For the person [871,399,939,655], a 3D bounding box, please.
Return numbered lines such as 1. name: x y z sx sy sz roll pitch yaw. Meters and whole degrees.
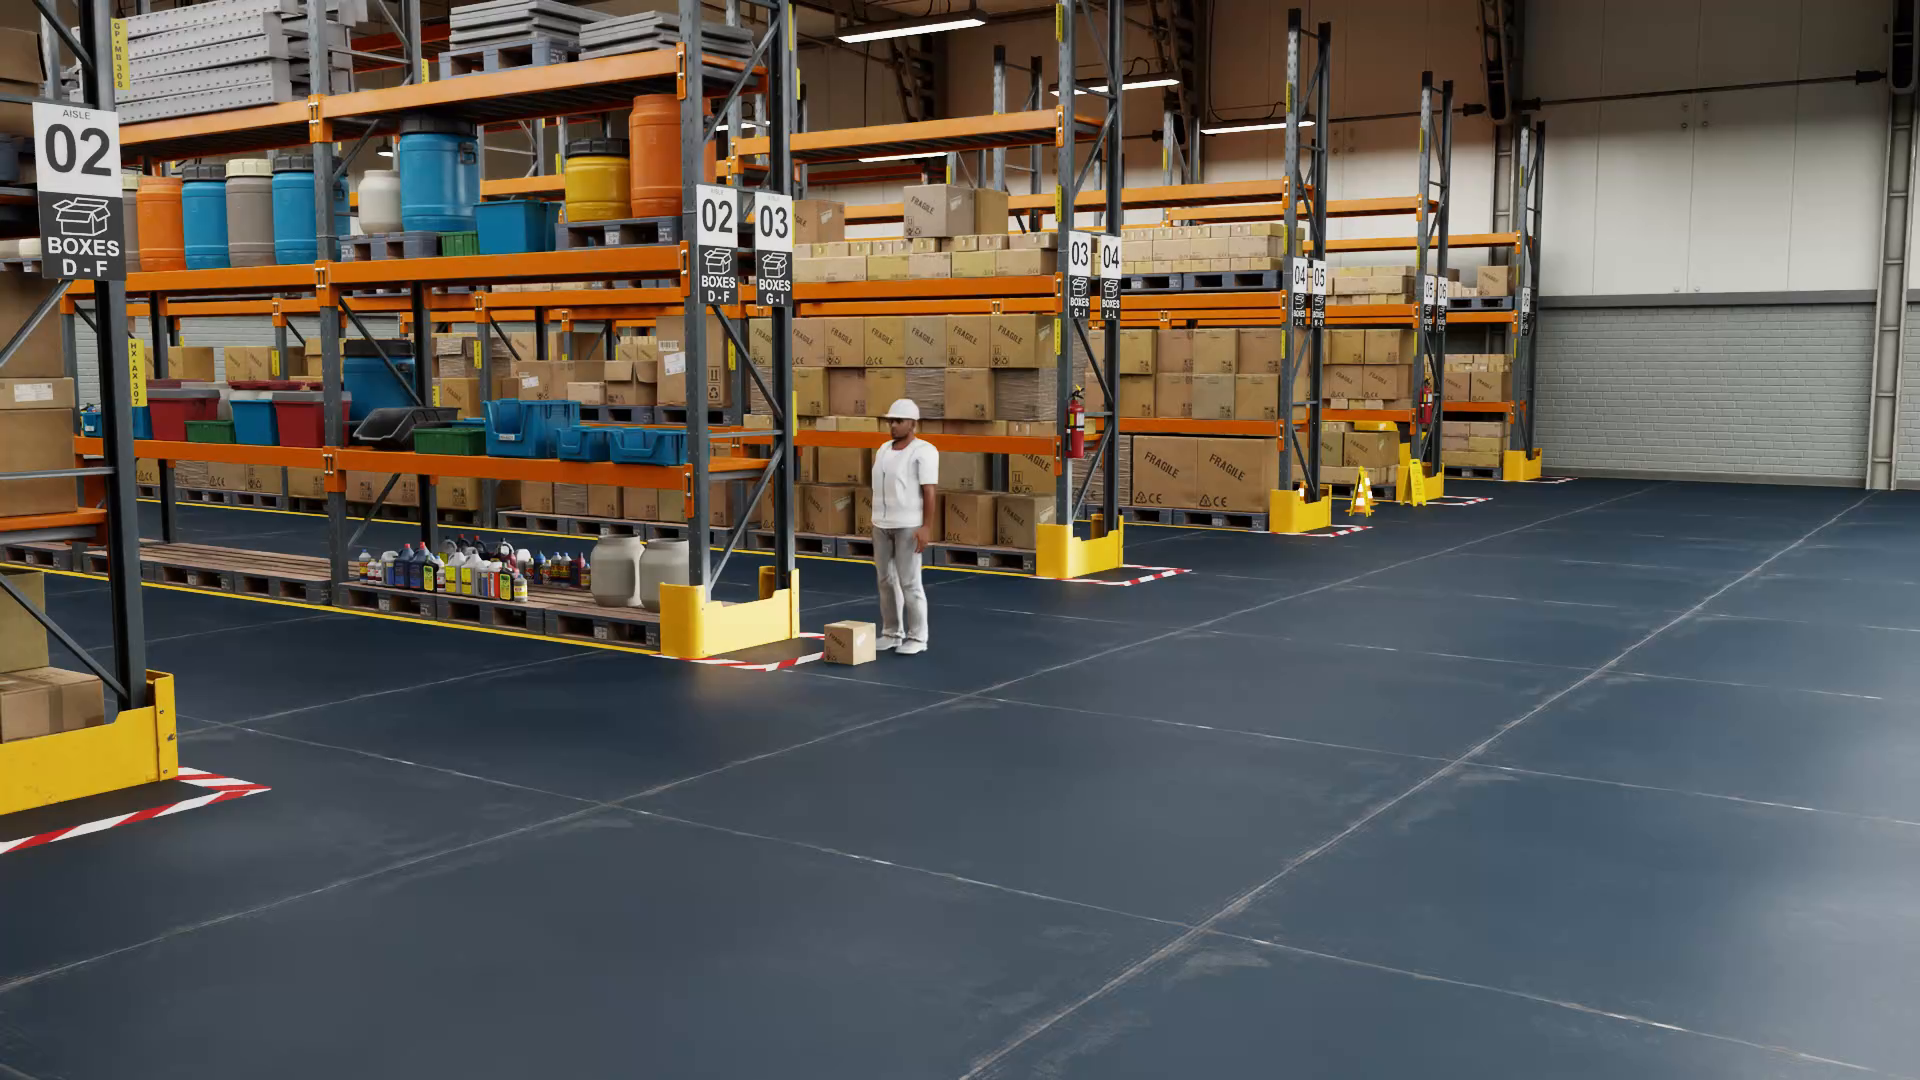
1. person: -0.406 -0.096 11.565 0.563 1.761 0.353 6 8 42
